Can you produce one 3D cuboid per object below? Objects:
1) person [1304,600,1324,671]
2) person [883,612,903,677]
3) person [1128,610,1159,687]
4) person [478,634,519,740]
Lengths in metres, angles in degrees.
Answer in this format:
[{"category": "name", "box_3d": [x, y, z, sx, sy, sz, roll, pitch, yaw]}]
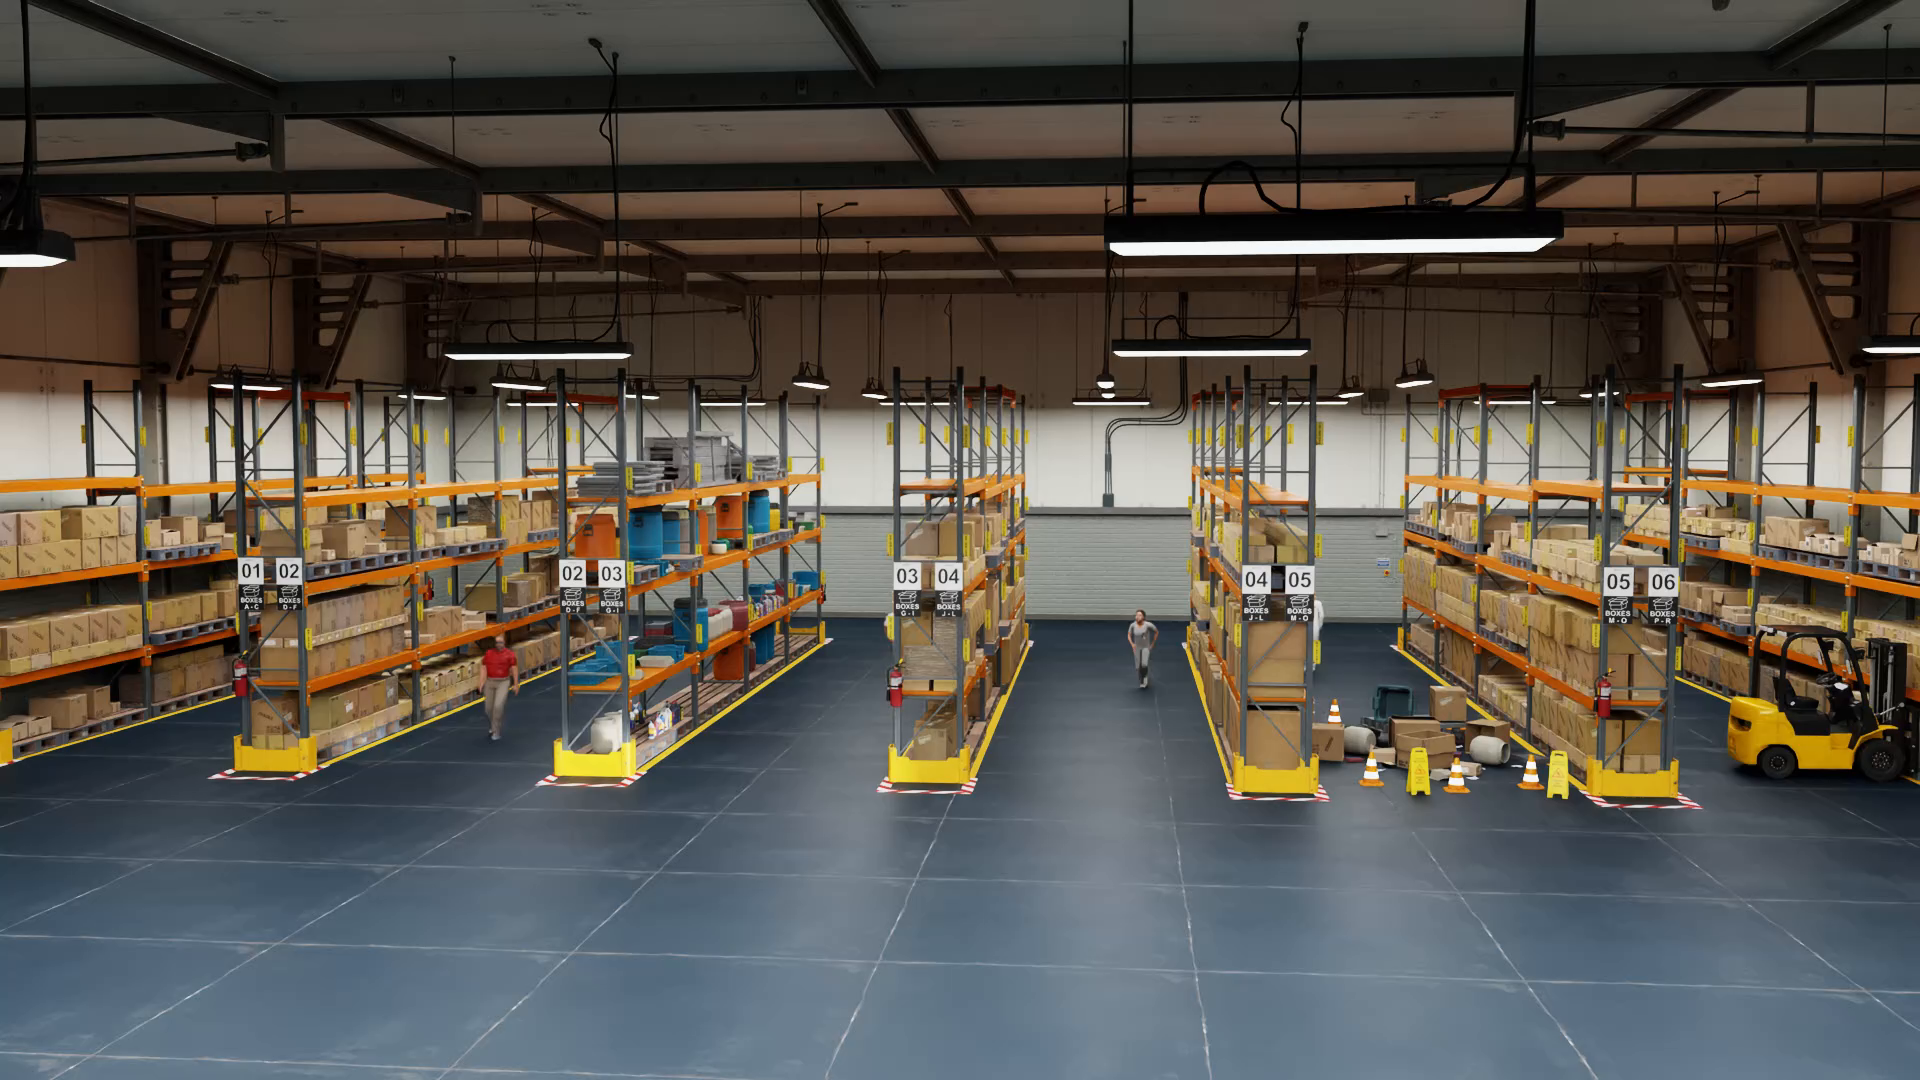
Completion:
[{"category": "person", "box_3d": [7.525, 1.921, 35.622, 0.659, 1.760, 0.668, -1, 4, -21]}, {"category": "person", "box_3d": [-1.204, 2.044, 34.161, 0.706, 1.674, 0.700, 1, 4, 15]}, {"category": "person", "box_3d": [3.644, 2.160, 33.045, 0.610, 1.586, 0.697, 1, 4, 15]}, {"category": "person", "box_3d": [-7.709, 2.452, 27.797, 0.616, 1.757, 0.682, 0, 4, 3]}]
